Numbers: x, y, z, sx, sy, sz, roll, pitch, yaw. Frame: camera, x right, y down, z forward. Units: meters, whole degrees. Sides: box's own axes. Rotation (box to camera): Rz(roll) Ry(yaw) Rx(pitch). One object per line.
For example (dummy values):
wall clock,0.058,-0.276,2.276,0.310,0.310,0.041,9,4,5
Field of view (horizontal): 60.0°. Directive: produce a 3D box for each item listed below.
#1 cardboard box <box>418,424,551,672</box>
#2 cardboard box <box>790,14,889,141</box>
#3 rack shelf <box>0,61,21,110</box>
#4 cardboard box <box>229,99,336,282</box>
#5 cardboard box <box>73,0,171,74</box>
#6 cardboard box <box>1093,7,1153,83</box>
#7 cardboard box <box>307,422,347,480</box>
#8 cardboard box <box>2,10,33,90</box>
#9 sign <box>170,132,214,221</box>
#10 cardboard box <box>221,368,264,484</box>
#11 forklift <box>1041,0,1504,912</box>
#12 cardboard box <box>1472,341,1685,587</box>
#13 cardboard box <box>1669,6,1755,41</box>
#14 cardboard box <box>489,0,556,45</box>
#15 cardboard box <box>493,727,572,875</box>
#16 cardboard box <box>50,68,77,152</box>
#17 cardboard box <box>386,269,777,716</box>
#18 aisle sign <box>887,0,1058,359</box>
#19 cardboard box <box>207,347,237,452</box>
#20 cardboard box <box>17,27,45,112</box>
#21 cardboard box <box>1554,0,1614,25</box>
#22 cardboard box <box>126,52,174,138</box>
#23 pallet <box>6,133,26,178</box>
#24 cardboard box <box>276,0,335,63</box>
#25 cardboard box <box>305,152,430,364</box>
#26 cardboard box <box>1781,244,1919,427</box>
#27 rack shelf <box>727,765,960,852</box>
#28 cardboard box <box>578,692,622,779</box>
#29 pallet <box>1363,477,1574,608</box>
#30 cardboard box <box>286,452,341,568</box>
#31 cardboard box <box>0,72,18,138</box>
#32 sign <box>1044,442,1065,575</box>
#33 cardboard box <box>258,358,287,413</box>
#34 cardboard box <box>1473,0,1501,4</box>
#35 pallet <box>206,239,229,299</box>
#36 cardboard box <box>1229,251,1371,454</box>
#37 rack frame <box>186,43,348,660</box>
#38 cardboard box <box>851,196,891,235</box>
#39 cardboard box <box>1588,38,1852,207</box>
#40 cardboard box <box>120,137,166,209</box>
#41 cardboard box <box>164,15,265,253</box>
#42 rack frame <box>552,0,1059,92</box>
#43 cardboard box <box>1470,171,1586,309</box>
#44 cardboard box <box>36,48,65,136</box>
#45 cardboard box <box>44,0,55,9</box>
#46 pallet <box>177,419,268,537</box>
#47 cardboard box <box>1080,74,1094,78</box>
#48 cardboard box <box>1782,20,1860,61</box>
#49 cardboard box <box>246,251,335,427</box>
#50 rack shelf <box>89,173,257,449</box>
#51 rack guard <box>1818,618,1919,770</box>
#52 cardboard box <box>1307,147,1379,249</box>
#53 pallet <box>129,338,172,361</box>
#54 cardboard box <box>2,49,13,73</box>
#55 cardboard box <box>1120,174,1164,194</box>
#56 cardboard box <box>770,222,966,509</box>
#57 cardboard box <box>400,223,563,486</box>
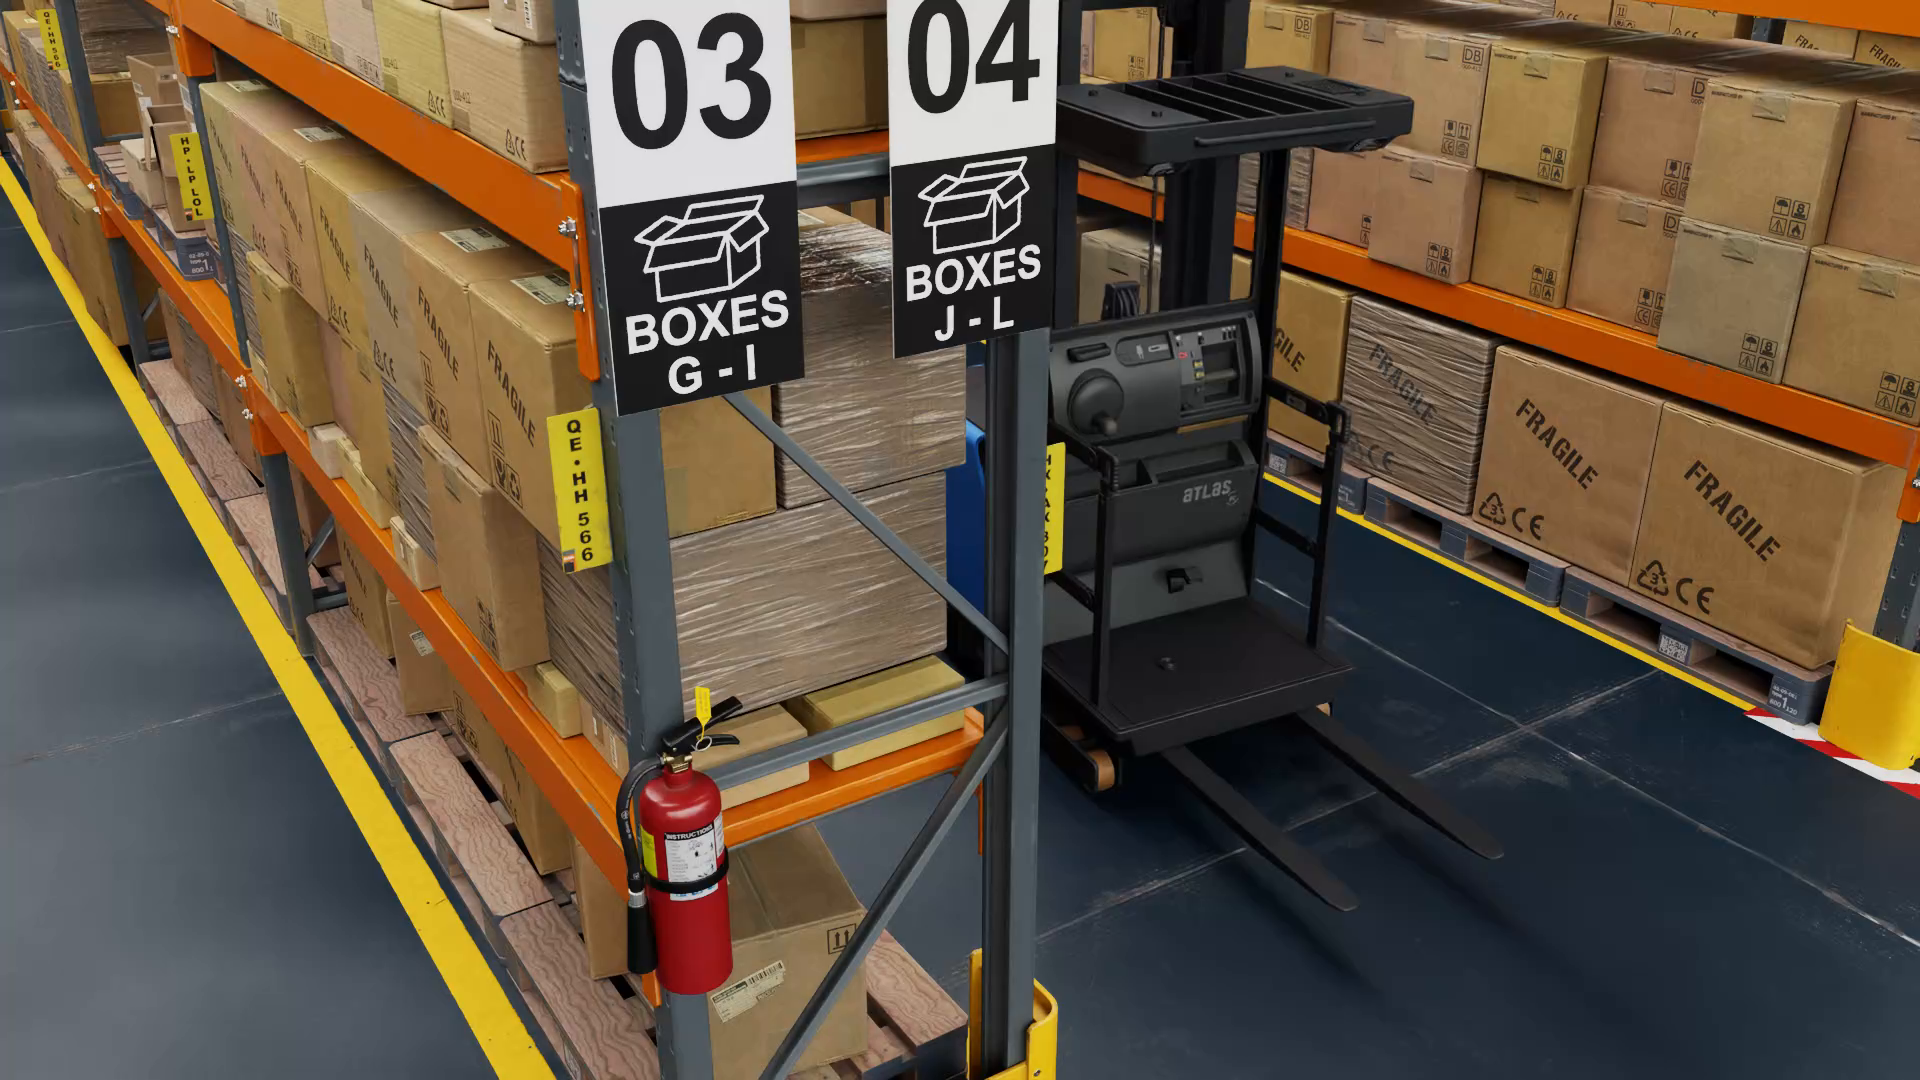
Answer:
cardboard box,-0.906,-0.082,4.445,0.875,0.500,0.500,-16,29,-30
cardboard box,-0.302,-1.070,3.664,0.500,0.250,0.500,-15,29,-28
rack shelf,-7.898,-4.230,14.540,1.077,0.370,4.000,-16,29,-30
cardboard box,-2.132,-1.212,5.667,0.500,0.500,0.500,-16,29,-30
cardboard box,-5.008,-3.174,10.167,0.797,0.503,0.637,-14,29,-28
cardboard box,1.213,-2.956,9.709,0.700,0.500,0.500,-16,30,-30
cardboard box,-2.042,-0.357,5.786,0.380,0.149,0.250,-16,29,-30
cardboard box,-6.765,-3.663,12.378,0.500,0.500,0.500,-15,29,-29
sign,-2.902,-1.372,6.286,0.100,0.325,0.005,-16,29,-30
cardboard box,-3.307,-0.647,8.520,0.730,0.500,0.544,-16,30,-31
forklift,0.827,-0.592,6.072,1.121,2.935,3.031,-12,28,-24
cardboard box,3.048,-0.439,7.662,0.875,0.875,0.875,-16,30,-30
cardboard box,5.419,-3.770,11.765,0.500,0.500,0.500,-16,30,-31
cardboard box,-0.669,-1.044,3.142,0.380,0.149,0.250,-16,29,-30
cardboard box,-1.263,0.731,5.625,0.500,0.500,0.500,-13,28,-25
cardboard box,-5.158,-2.815,10.582,1.016,0.500,0.509,-16,30,-31
cardboard box,-1.309,0.009,5.117,1.144,2.239,2.984,-6,26,-13
aisle sign,0.030,-0.772,3.326,0.394,0.787,0.004,-16,29,-30
cardboard box,-3.612,-0.847,8.943,0.700,0.500,0.500,-13,28,-25
cardboard box,-6.217,-3.304,11.618,0.500,0.500,0.500,-16,30,-31
cardboard box,4.871,-4.133,12.534,0.500,0.500,0.500,-14,29,-28
cardboard box,-4.295,-2.461,9.340,0.500,0.500,0.500,-20,32,-36
pallet,-10.994,-1.999,10.716,11.163,1.510,7.627,-16,29,-30
cardboard box,-1.558,-1.492,4.559,0.500,0.250,0.500,-16,30,-30
cardboard box,-1.578,-0.857,4.915,0.500,0.500,0.500,-16,29,-30
cardboard box,3.715,-0.858,6.378,0.875,0.550,0.550,-16,29,-30
rack shelf,-1.347,-0.003,5.418,0.831,0.071,3.687,-16,29,-30
cardboard box,-0.720,0.422,4.137,0.380,0.149,0.250,-16,29,-30
pallet,2.791,-0.111,8.237,1.003,0.211,1.213,-16,29,-30
cardboard box,-2.756,-0.272,7.726,0.700,0.500,0.500,-18,31,-33
cardboard box,-8.574,-4.290,15.821,0.875,0.875,0.875,-16,29,-30
sign,0.199,-0.066,3.863,0.100,0.325,0.005,-16,29,-30
cardboard box,-2.448,-0.626,6.357,0.380,0.149,0.250,-16,29,-30
cardboard box,4.318,-4.501,13.313,0.500,0.500,0.500,-15,29,-29
pallet,-2.735,-1.200,7.502,1.003,0.211,1.213,-16,29,-30
cardboard box,2.056,-1.087,9.035,0.875,0.875,0.875,-15,29,-29
rack frame,-2.439,-0.979,6.810,1.000,3.000,0.127,-16,29,-30
cardboard box,-0.155,-2.463,12.098,1.050,0.750,0.750,-16,30,-30
cardboard box,3.216,-1.773,7.052,0.875,0.550,0.550,-16,29,-30
cardboard box,-3.901,-1.879,8.400,0.500,0.250,0.500,-16,30,-31
cardboard box,-2.756,-1.757,7.264,1.000,1.000,1.000,-15,29,-29
rack frame,-0.256,-2.261,2.499,1.000,3.000,0.127,-16,29,-30
cardboard box,2.872,-1.459,7.652,0.875,0.550,0.500,-16,29,-30
cardboard box,-5.653,-2.938,10.844,0.500,0.500,0.500,-17,30,-31
cardboard box,-5.733,-3.646,11.167,0.797,0.503,0.637,-14,29,-28
pallet,-3.536,-0.433,8.920,1.003,0.211,1.213,-16,29,-30
cardboard box,0.711,-2.630,10.190,0.500,0.500,0.500,-15,29,-29
cardboard box,5.871,-3.246,11.147,0.500,0.500,0.500,-16,29,-30
cardboard box,-2.002,-0.796,5.958,0.875,0.500,0.500,-16,29,-30
rack shelf,-3.531,-1.369,8.479,1.077,0.370,4.000,-16,29,-30
rack guard,3.968,0.471,6.667,1.175,0.500,0.348,-16,29,-30
cardboard box,2.302,-1.846,8.471,0.875,0.550,0.550,-16,29,-30
pallet,-4.990,-1.448,11.071,1.003,0.211,1.213,-16,29,-30
cardboard box,-7.247,-3.760,12.994,0.380,0.149,0.250,-15,29,-29
cardboard box,1.263,-2.268,9.424,0.500,0.500,0.500,-16,29,-30
cardboard box,-0.328,-0.440,4.032,0.500,0.500,0.500,-16,29,-30
cardboard box,-1.041,-0.497,4.152,0.500,0.500,0.500,-16,29,-30
